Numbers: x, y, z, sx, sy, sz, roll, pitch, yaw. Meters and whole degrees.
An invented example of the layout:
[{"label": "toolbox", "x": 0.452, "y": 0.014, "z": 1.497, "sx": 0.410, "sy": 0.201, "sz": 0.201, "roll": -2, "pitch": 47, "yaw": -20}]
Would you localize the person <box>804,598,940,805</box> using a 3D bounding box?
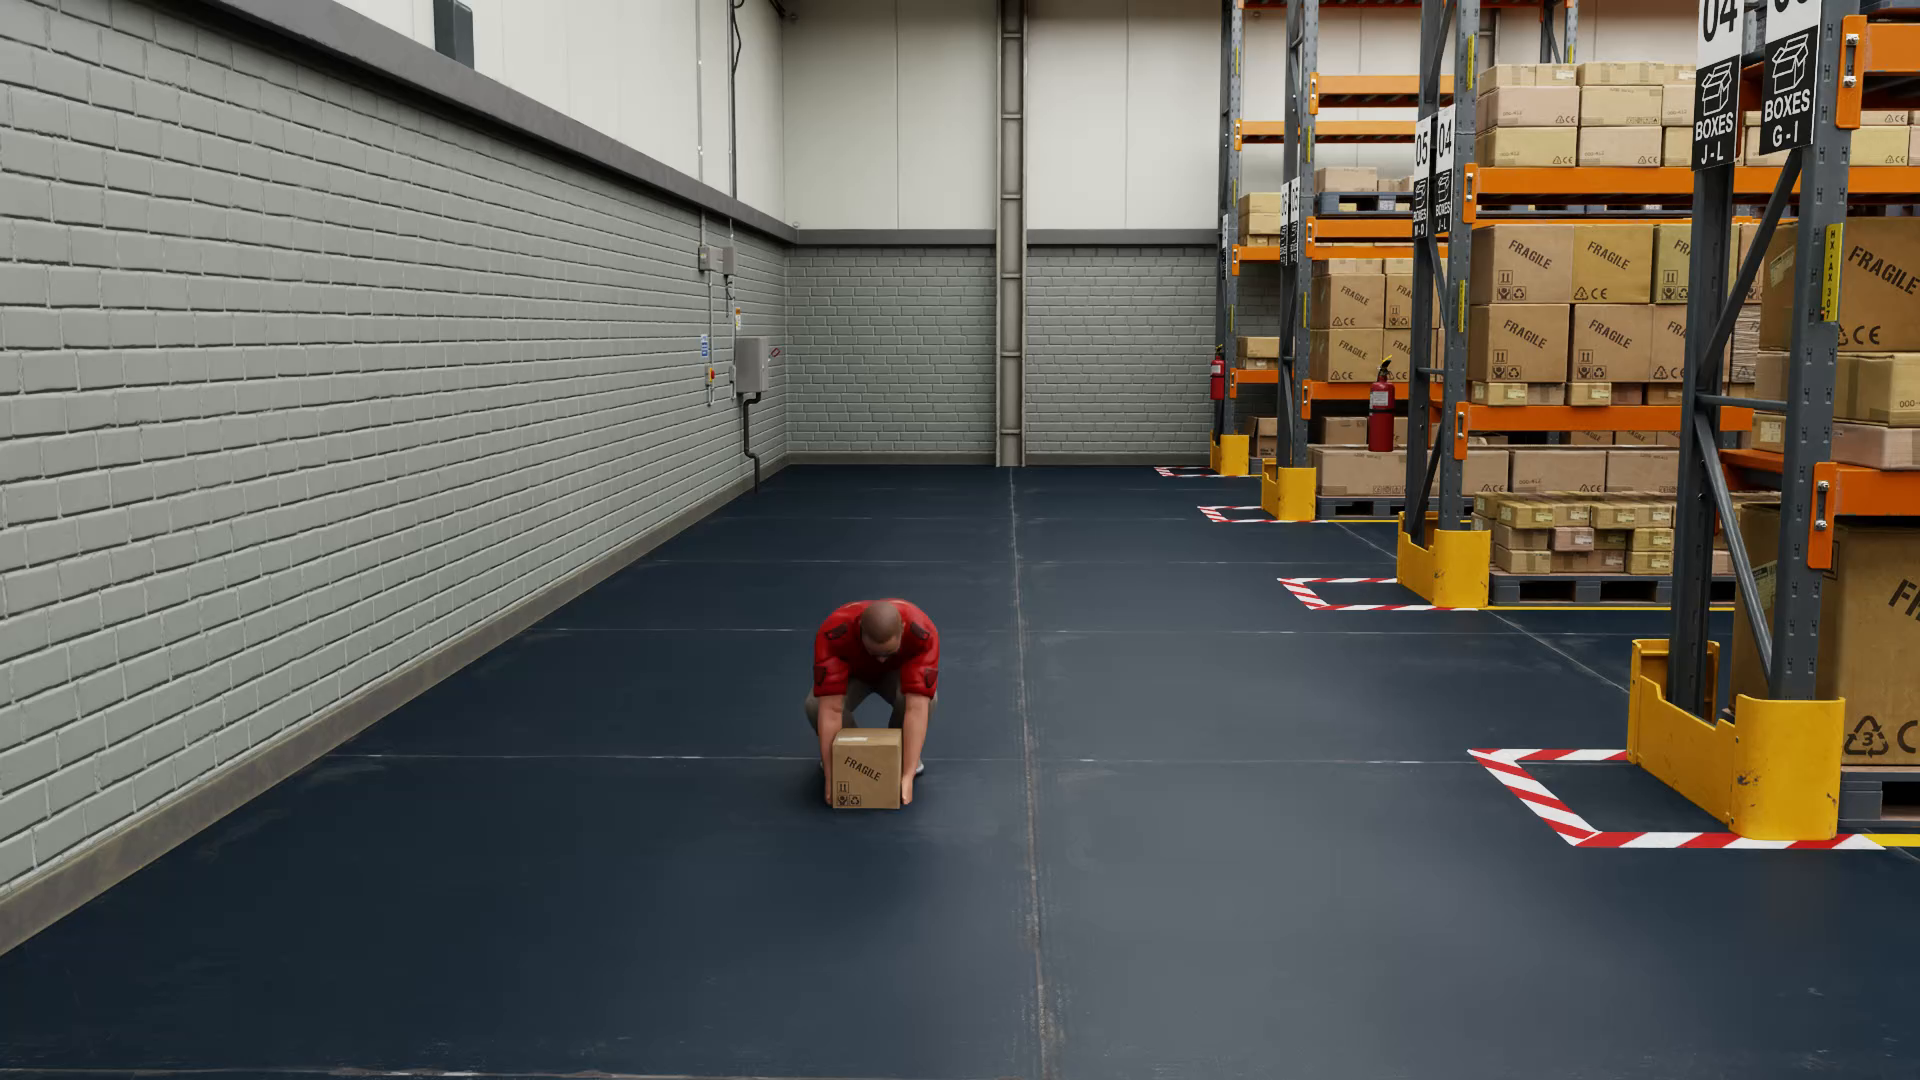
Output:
[{"label": "person", "x": -0.347, "y": 0.613, "z": 6.631, "sx": 0.537, "sy": 0.860, "sz": 0.894, "roll": 0, "pitch": 7, "yaw": 1}]
